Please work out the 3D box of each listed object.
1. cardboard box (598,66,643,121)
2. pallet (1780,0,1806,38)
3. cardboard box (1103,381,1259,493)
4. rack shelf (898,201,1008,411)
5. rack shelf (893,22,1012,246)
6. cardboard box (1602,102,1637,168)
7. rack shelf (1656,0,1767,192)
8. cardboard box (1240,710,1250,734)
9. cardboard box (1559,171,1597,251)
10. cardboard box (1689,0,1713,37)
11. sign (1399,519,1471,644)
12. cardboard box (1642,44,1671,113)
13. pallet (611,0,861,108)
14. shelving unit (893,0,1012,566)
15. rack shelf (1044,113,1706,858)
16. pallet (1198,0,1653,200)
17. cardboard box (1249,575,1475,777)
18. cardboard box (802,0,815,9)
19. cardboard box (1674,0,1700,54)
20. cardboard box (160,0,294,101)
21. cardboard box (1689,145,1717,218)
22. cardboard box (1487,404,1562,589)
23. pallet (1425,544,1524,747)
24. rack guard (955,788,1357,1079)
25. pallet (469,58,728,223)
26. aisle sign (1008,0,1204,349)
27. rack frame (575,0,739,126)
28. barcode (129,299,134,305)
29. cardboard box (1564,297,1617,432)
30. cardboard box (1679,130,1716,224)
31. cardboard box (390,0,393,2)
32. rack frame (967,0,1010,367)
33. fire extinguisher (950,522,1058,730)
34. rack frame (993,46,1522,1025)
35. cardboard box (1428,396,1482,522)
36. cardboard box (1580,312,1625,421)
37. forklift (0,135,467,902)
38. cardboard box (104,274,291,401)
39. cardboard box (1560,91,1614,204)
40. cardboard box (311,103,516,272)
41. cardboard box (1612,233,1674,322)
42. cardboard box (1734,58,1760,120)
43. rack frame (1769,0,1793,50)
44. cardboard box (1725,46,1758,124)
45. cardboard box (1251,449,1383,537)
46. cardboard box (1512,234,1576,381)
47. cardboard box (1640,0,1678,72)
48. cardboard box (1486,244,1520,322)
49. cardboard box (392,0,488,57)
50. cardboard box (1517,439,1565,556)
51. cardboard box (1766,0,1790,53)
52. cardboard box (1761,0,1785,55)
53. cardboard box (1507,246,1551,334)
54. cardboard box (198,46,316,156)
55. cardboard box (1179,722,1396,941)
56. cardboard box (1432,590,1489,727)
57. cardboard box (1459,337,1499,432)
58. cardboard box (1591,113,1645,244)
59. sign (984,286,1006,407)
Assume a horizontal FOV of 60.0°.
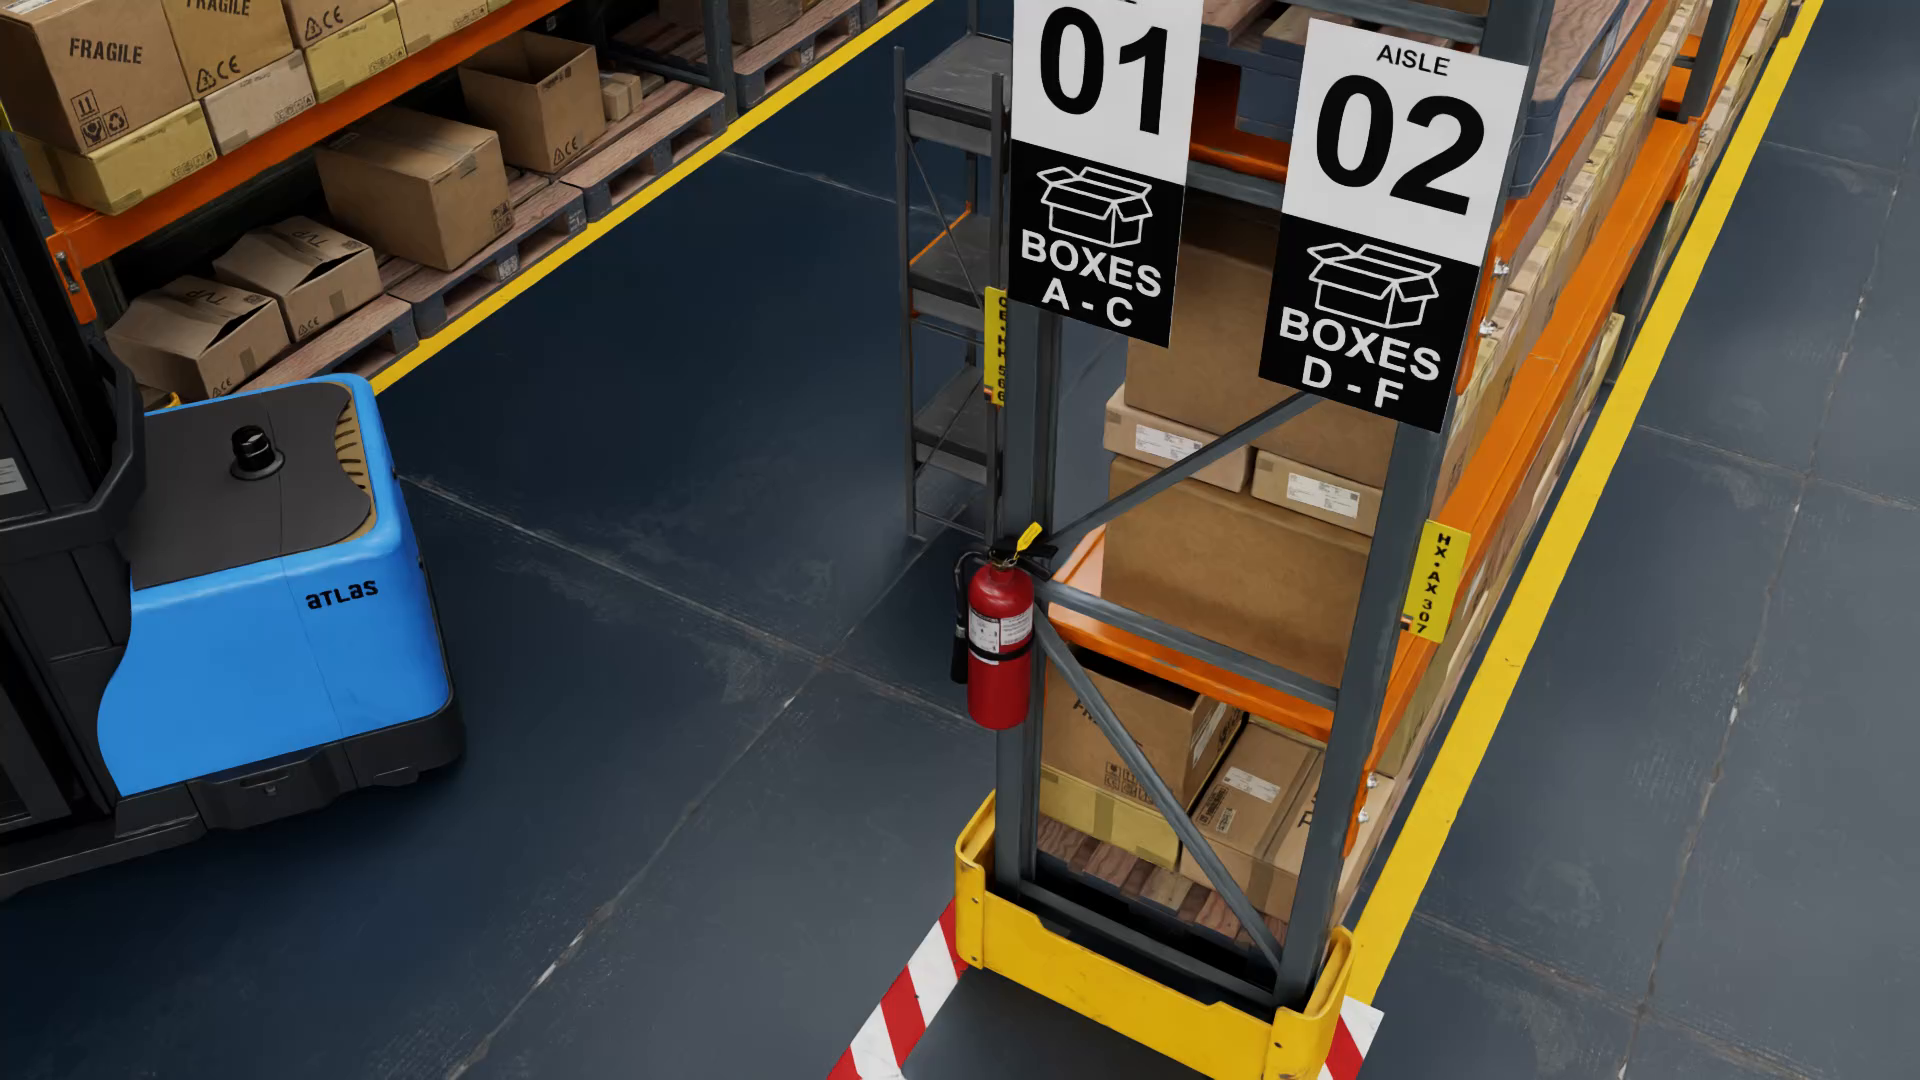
[{"bbox_3d":[-1.965,-2.449,9.072,0.380,0.166,0.250,15,44,17],"label":"cardboard box"},{"bbox_3d":[4.975,-3.684,10.773,1.003,0.211,1.213,21,45,22],"label":"pallet"},{"bbox_3d":[0.592,-0.300,4.255,0.380,0.149,0.250,20,45,21],"label":"cardboard box"},{"bbox_3d":[0.083,-0.872,6.173,0.431,0.518,0.480,21,45,22],"label":"rack shelf"},{"bbox_3d":[0.083,-1.398,5.710,0.431,0.518,0.480,21,45,22],"label":"rack shelf"},{"bbox_3d":[1.980,-1.355,5.453,0.380,0.149,0.250,22,46,23],"label":"cardboard box"},{"bbox_3d":[3.568,-2.901,8.319,1.077,0.370,4.000,21,45,22],"label":"rack shelf"},{"bbox_3d":[0.818,0.442,5.741,0.500,0.250,0.500,21,45,22],"label":"cardboard box"},{"bbox_3d":[1.718,-1.051,5.108,0.380,0.149,0.250,21,46,22],"label":"cardboard box"},{"bbox_3d":[3.188,-2.372,7.364,0.380,0.149,0.250,21,45,22],"label":"cardboard box"},{"bbox_3d":[1.043,0.095,3.658,0.100,0.325,0.005,21,45,22],"label":"sign"},{"bbox_3d":[2.232,-1.639,5.775,0.380,0.149,0.250,21,45,22],"label":"cardboard box"},{"bbox_3d":[-1.335,-3.062,10.068,1.003,0.211,1.213,21,45,22],"label":"pallet"},{"bbox_3d":[0.083,-0.883,6.164,0.431,2.100,0.503,21,45,22],"label":"shelving unit"},{"bbox_3d":[1.566,-0.612,5.720,1.077,0.370,4.000,21,45,22],"label":"rack shelf"},{"bbox_3d":[0.942,-1.226,3.670,1.003,0.211,1.213,21,45,22],"label":"pallet"},{"bbox_3d":[1.275,0.335,5.295,0.500,0.500,0.500,21,45,22],"label":"cardboard box"},{"bbox_3d":[-1.155,-3.629,10.159,0.700,0.500,0.500,20,45,21],"label":"cardboard box"},{"bbox_3d":[2.491,-1.940,6.117,0.380,0.149,0.250,20,45,21],"label":"cardboard box"},{"bbox_3d":[-2.970,-2.060,6.350,0.500,0.500,0.500,21,46,22],"label":"cardboard box"},{"bbox_3d":[3.497,-1.891,8.390,0.500,0.250,0.500,20,45,21],"label":"cardboard box"},{"bbox_3d":[1.779,-0.236,5.943,0.500,0.500,0.500,21,45,22],"label":"cardboard box"},{"bbox_3d":[1.523,0.162,6.406,1.003,0.211,1.213,21,45,22],"label":"pallet"},{"bbox_3d":[0.553,1.214,4.993,1.175,0.500,0.348,21,45,22],"label":"rack guard"},{"bbox_3d":[-2.029,-2.220,9.112,1.003,0.211,1.213,21,45,22],"label":"pallet"},{"bbox_3d":[0.278,-0.773,3.391,0.394,0.787,0.004,21,45,22],"label":"aisle sign"},{"bbox_3d":[-1.724,-3.663,8.640,1.000,3.000,0.127,21,45,22],"label":"rack frame"},{"bbox_3d":[-3.638,-1.042,7.359,0.001,0.075,0.075,21,45,22],"label":"barcode"},{"bbox_3d":[2.264,-0.814,6.600,0.500,0.500,0.500,21,45,22],"label":"cardboard box"},{"bbox_3d":[3.245,-1.802,7.865,0.500,0.311,0.500,20,45,22],"label":"cardboard box"},{"bbox_3d":[-2.458,-2.653,7.024,0.500,0.500,0.500,22,46,23],"label":"cardboard box"},{"bbox_3d":[0.205,-1.022,6.322,0.400,2.100,0.015,21,45,22],"label":"rack frame"},{"bbox_3d":[0.104,0.205,4.306,0.296,0.674,0.183,21,45,22],"label":"fire extinguisher"},{"bbox_3d":[0.565,0.262,4.183,1.000,3.000,0.127,21,45,22],"label":"rack frame"},{"bbox_3d":[1.069,-0.340,4.791,0.700,0.500,0.500,22,46,23],"label":"cardboard box"},{"bbox_3d":[2.524,-0.815,7.168,0.500,0.250,0.500,21,45,22],"label":"cardboard box"},{"bbox_3d":[-3.300,-0.246,4.812,3.031,2.935,1.130,-15,43,-16],"label":"forklift"},{"bbox_3d":[-3.301,-0.896,7.200,0.500,0.311,0.500,16,44,17],"label":"cardboard box"},{"bbox_3d":[1.597,-1.434,5.051,0.700,0.500,0.500,21,46,22],"label":"cardboard box"},{"bbox_3d":[-2.605,-1.697,7.965,0.700,0.500,0.500,18,45,19],"label":"cardboard box"},{"bbox_3d":[2.983,-1.301,7.721,0.500,0.250,0.500,20,45,21],"label":"cardboard box"},{"bbox_3d":[4.008,-2.477,9.055,0.500,0.250,0.500,22,46,23],"label":"cardboard box"},{"bbox_3d":[4.569,-4.315,9.381,1.000,3.000,0.127,21,45,22],"label":"rack frame"},{"bbox_3d":[3.758,-2.397,8.541,0.500,0.311,0.500,22,46,23],"label":"cardboard box"},{"bbox_3d":[0.948,-0.172,4.109,0.380,0.149,0.250,21,45,22],"label":"cardboard box"},{"bbox_3d":[1.582,-0.925,5.455,0.700,0.500,0.500,22,46,23],"label":"cardboard box"},{"bbox_3d":[2.099,-2.006,5.700,0.700,0.500,0.500,21,45,22],"label":"cardboard box"},{"bbox_3d":[1.095,-0.858,4.398,0.700,0.500,0.500,20,45,21],"label":"cardboard box"},{"bbox_3d":[-2.444,-2.379,7.281,0.500,0.250,0.500,21,46,22],"label":"cardboard box"},{"bbox_3d":[2.028,-0.241,6.517,0.500,0.250,0.500,21,45,22],"label":"cardboard box"},{"bbox_3d":[4.517,-3.059,9.717,0.500,0.250,0.500,22,46,23],"label":"cardboard box"},{"bbox_3d":[4.265,-2.971,9.192,0.500,0.311,0.500,20,45,21],"label":"cardboard box"},{"bbox_3d":[1.464,-0.763,4.781,0.380,0.149,0.250,19,45,21],"label":"cardboard box"},{"bbox_3d":[-2.959,-1.801,6.624,0.500,0.250,0.500,20,45,21],"label":"cardboard box"},{"bbox_3d":[1.026,0.903,5.218,0.500,0.250,0.500,21,45,22],"label":"cardboard box"},{"bbox_3d":[1.524,0.330,5.868,0.500,0.250,0.500,21,45,22],"label":"cardboard box"},{"bbox_3d":[1.204,-0.466,4.443,0.380,0.149,0.250,21,46,22],"label":"cardboard box"},{"bbox_3d":[2.092,-1.504,6.113,0.700,0.500,0.500,20,45,22],"label":"cardboard box"},{"bbox_3d":[0.103,-0.449,3.935,0.100,0.325,0.005,21,45,22],"label":"sign"}]
